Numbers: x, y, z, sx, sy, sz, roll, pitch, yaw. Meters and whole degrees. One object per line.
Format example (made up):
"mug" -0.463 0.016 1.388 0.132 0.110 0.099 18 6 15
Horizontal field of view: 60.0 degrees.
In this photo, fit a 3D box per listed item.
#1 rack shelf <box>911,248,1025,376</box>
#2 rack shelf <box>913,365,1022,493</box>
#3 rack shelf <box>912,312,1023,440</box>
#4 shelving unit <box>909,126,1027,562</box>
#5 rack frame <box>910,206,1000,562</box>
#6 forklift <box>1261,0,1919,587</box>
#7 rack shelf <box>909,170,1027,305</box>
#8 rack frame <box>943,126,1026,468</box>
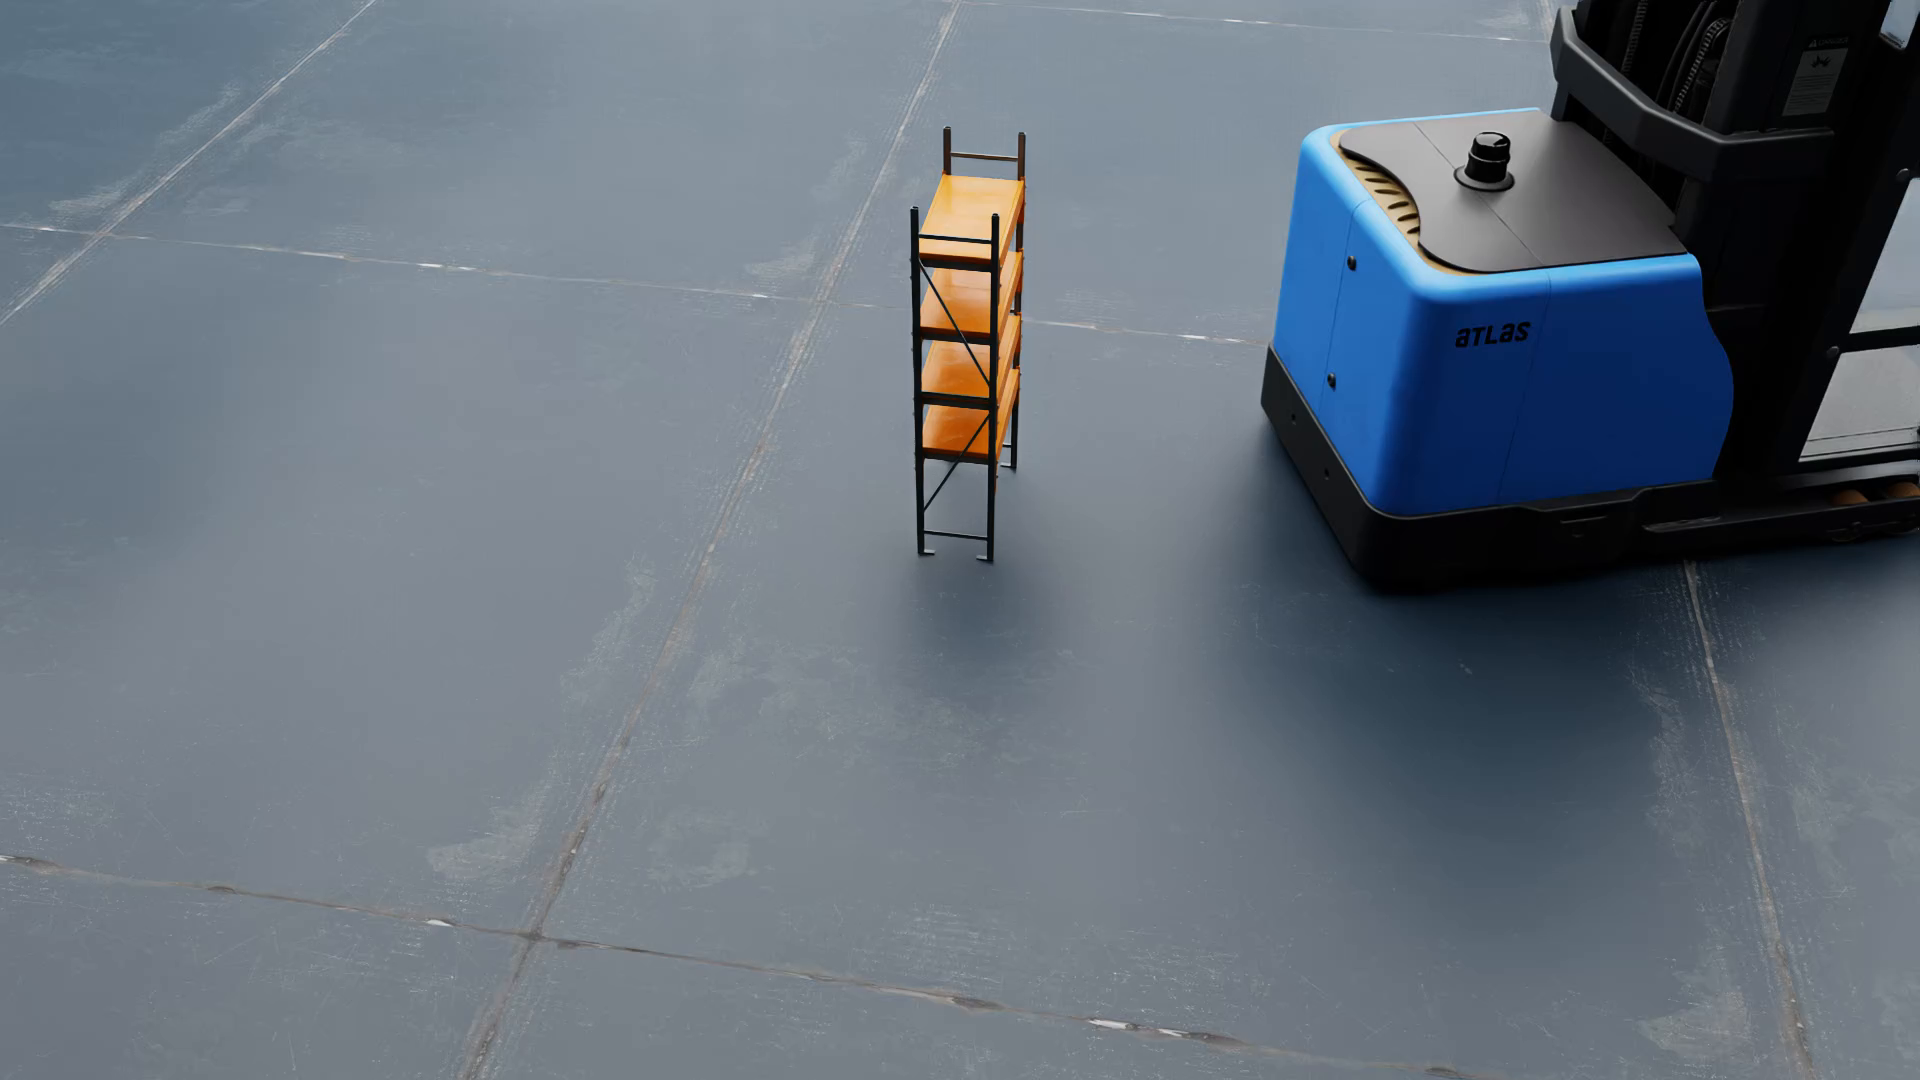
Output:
"rack shelf" 0.029 -0.687 4.894 0.258 0.148 0.480 6 40 8
"rack shelf" 0.029 -0.361 5.163 0.258 0.148 0.480 6 40 8
"rack shelf" 0.029 -0.514 5.036 0.258 0.148 0.480 6 40 8
"shelving unit" 0.029 -0.566 4.993 0.258 1.200 0.503 6 40 8
"rack frame" -0.014 -0.413 4.808 0.240 1.200 0.015 6 40 8
"forklift" 2.600 -1.448 4.702 3.031 2.935 1.130 -7 40 -8
"rack shelf" 0.029 -0.869 4.743 0.258 0.148 0.480 6 40 8
"rack frame" 0.071 -0.719 5.179 0.240 1.200 0.015 6 40 8
